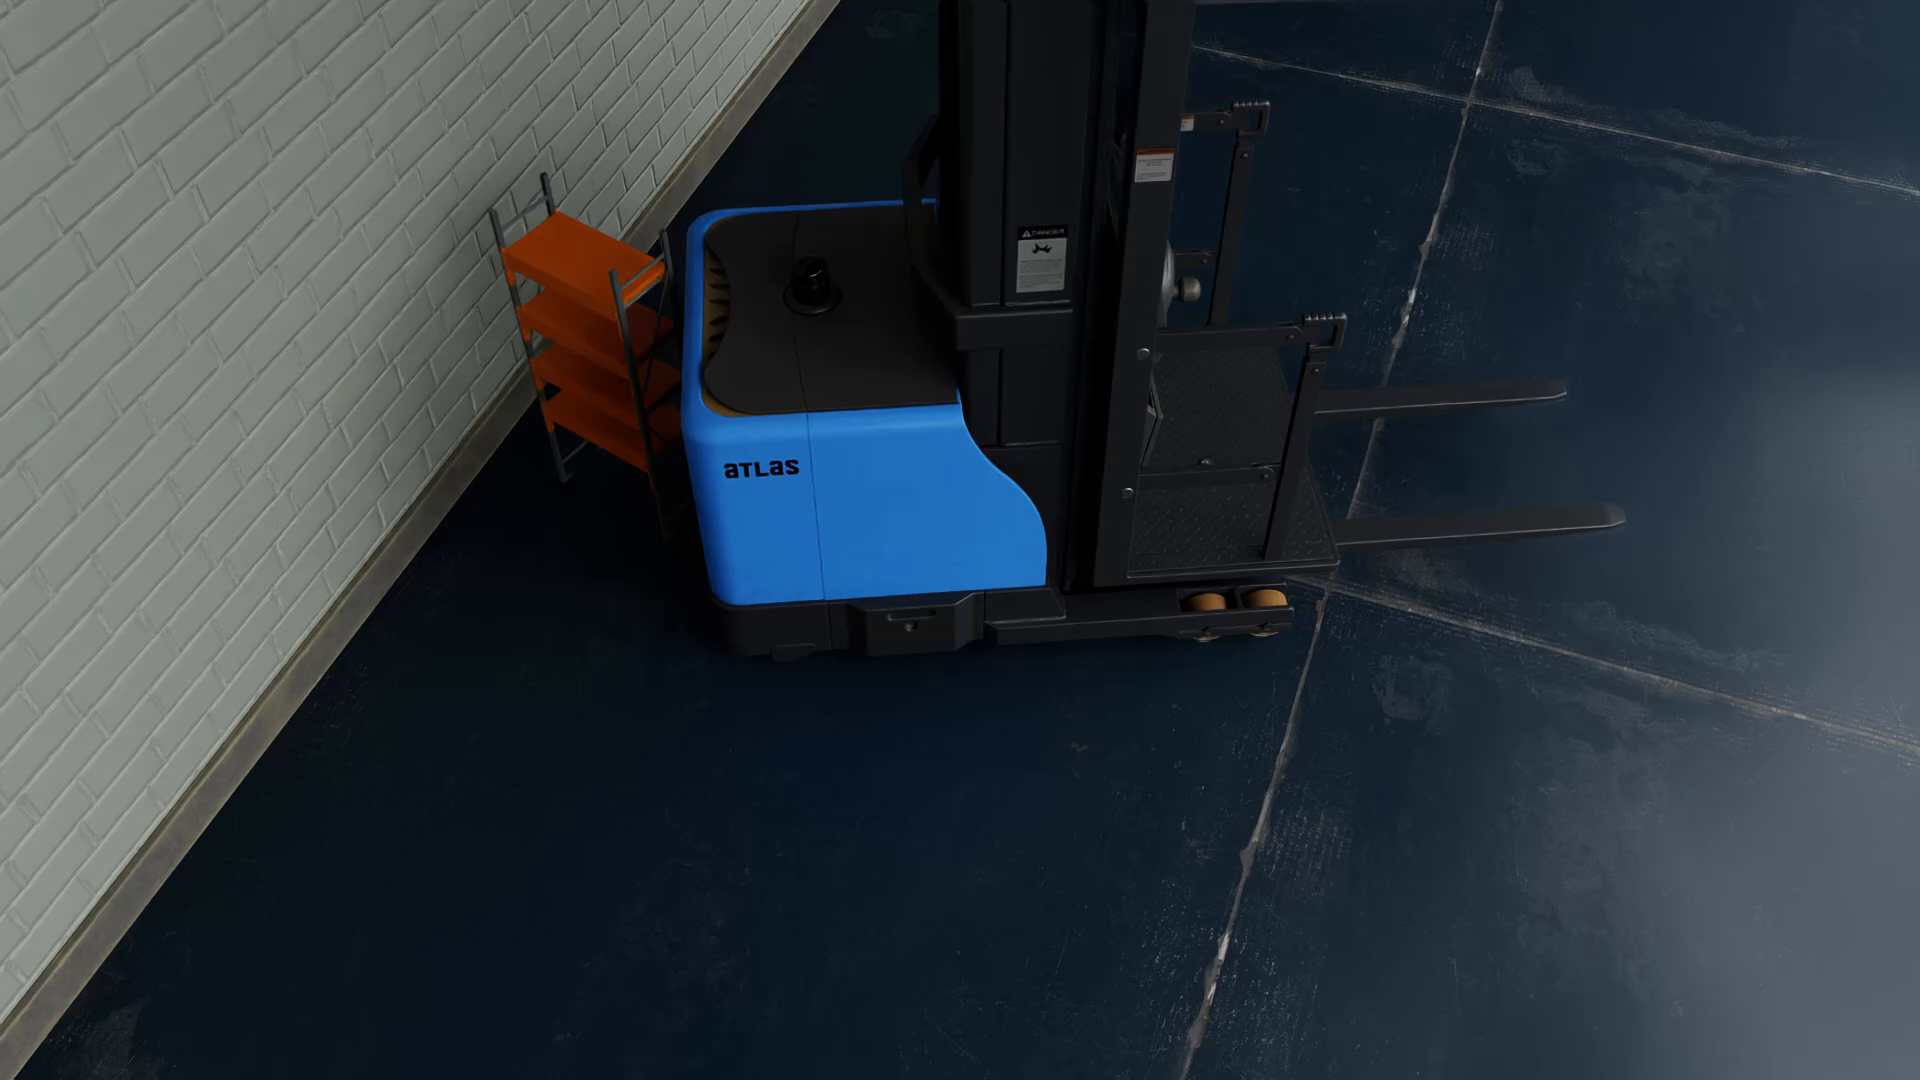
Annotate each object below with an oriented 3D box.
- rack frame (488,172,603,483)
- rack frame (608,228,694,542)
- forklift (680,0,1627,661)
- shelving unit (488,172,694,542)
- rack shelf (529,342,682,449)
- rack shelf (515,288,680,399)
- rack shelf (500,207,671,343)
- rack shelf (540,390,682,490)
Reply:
[{"bbox_3d":[-1.351,-0.672,5.538,0.015,1.200,0.240,28,55,22],"label":"rack frame"},{"bbox_3d":[-0.950,-0.462,5.356,0.015,1.200,0.240,28,55,22],"label":"rack frame"},{"bbox_3d":[0.674,-1.028,4.702,3.031,2.935,1.130,-4,49,-3],"label":"forklift"},{"bbox_3d":[-1.151,-0.567,5.447,0.503,1.200,0.258,28,55,22],"label":"shelving unit"},{"bbox_3d":[-1.151,-0.523,5.498,0.480,0.148,0.258,28,55,22],"label":"rack shelf"},{"bbox_3d":[-1.151,-0.669,5.329,0.480,0.148,0.258,28,55,22],"label":"rack shelf"},{"bbox_3d":[-1.151,-0.824,5.150,0.480,0.148,0.258,28,55,22],"label":"rack shelf"},{"bbox_3d":[-1.151,-0.393,5.648,0.480,0.148,0.258,28,55,22],"label":"rack shelf"}]
